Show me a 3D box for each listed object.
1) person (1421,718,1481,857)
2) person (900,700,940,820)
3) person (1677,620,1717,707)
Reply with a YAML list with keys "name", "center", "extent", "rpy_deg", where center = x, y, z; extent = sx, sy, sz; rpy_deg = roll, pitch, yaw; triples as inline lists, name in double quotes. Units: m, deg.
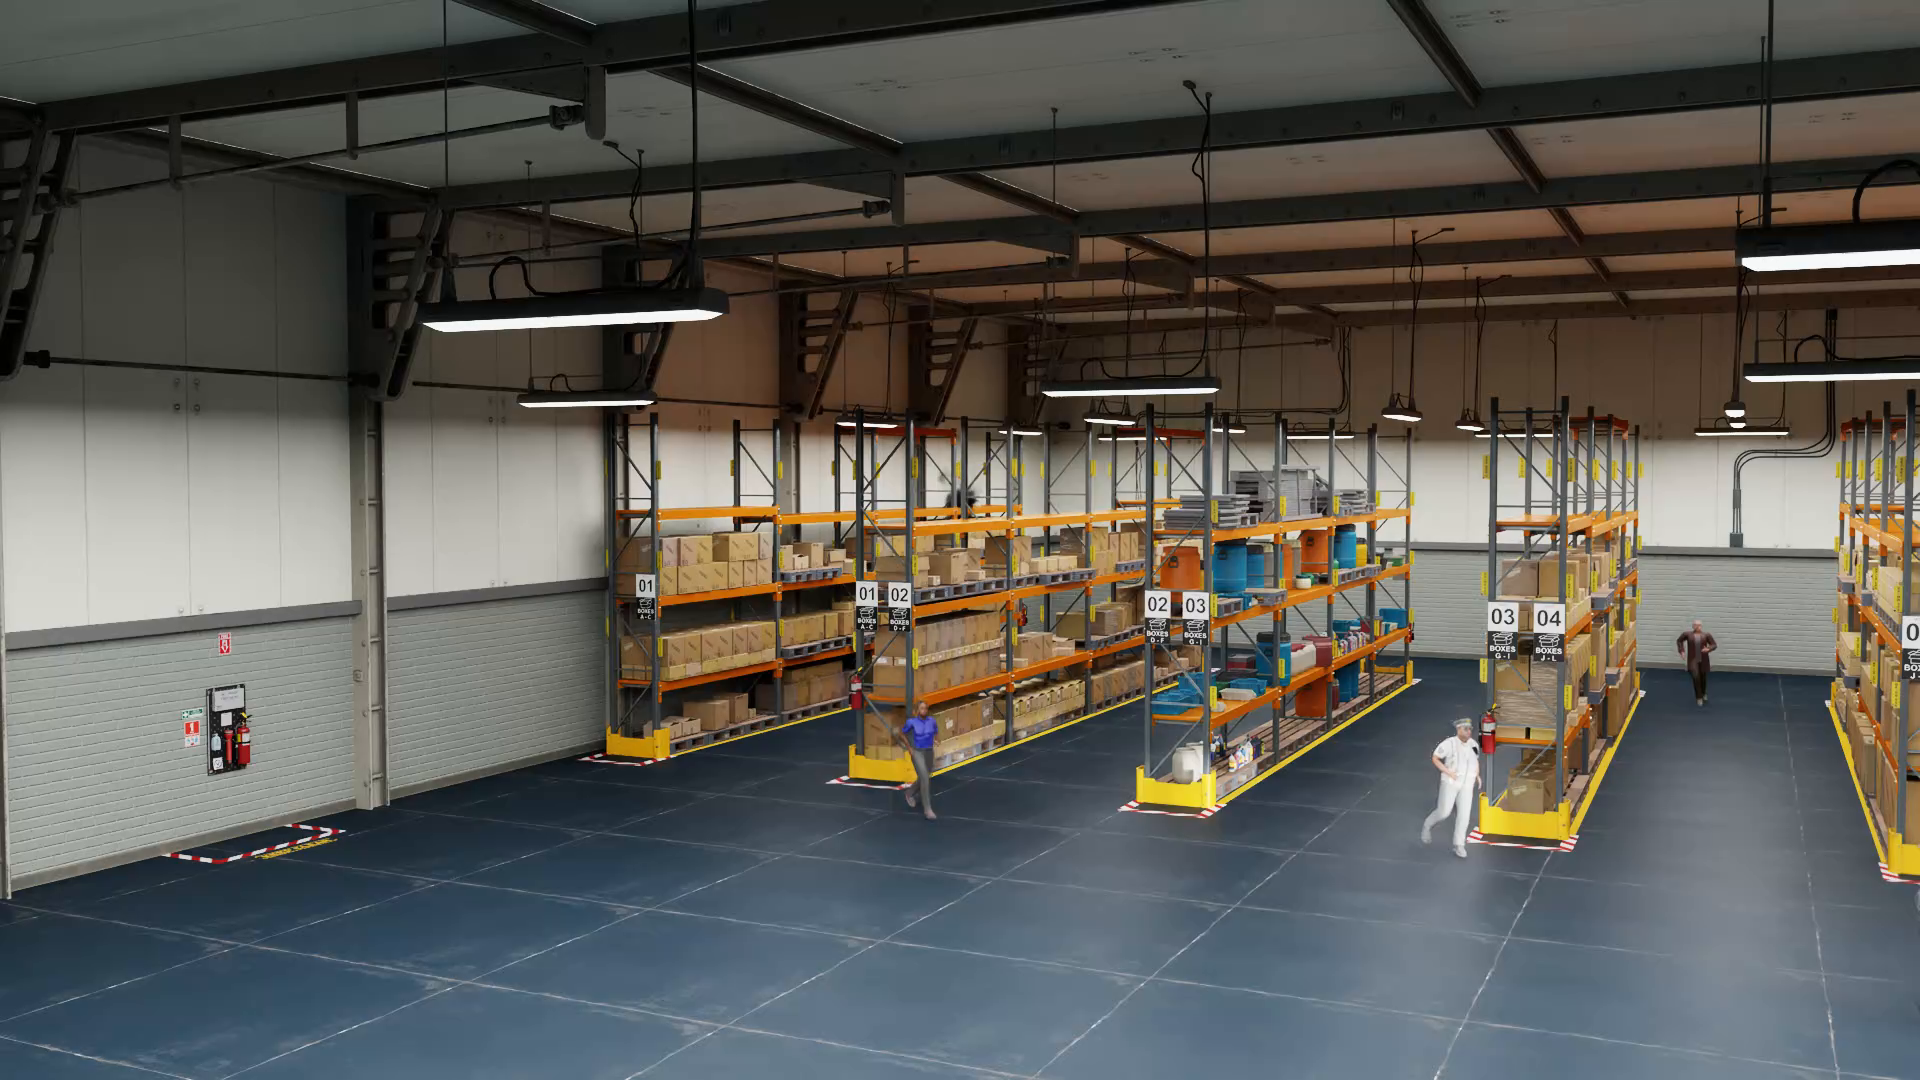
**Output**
- name: "person"
  center: [6.554, 3.203, 21.829]
  extent: [0.735, 1.742, 0.961]
  rpy_deg: [0, 2, -10]
- name: "person"
  center: [-0.543, 3.166, 24.166]
  extent: [0.566, 1.665, 0.851]
  rpy_deg: [-2, 3, -33]
- name: "person"
  center: [15.777, 2.615, 35.618]
  extent: [0.758, 1.806, 0.960]
  rpy_deg: [1, 3, 19]
